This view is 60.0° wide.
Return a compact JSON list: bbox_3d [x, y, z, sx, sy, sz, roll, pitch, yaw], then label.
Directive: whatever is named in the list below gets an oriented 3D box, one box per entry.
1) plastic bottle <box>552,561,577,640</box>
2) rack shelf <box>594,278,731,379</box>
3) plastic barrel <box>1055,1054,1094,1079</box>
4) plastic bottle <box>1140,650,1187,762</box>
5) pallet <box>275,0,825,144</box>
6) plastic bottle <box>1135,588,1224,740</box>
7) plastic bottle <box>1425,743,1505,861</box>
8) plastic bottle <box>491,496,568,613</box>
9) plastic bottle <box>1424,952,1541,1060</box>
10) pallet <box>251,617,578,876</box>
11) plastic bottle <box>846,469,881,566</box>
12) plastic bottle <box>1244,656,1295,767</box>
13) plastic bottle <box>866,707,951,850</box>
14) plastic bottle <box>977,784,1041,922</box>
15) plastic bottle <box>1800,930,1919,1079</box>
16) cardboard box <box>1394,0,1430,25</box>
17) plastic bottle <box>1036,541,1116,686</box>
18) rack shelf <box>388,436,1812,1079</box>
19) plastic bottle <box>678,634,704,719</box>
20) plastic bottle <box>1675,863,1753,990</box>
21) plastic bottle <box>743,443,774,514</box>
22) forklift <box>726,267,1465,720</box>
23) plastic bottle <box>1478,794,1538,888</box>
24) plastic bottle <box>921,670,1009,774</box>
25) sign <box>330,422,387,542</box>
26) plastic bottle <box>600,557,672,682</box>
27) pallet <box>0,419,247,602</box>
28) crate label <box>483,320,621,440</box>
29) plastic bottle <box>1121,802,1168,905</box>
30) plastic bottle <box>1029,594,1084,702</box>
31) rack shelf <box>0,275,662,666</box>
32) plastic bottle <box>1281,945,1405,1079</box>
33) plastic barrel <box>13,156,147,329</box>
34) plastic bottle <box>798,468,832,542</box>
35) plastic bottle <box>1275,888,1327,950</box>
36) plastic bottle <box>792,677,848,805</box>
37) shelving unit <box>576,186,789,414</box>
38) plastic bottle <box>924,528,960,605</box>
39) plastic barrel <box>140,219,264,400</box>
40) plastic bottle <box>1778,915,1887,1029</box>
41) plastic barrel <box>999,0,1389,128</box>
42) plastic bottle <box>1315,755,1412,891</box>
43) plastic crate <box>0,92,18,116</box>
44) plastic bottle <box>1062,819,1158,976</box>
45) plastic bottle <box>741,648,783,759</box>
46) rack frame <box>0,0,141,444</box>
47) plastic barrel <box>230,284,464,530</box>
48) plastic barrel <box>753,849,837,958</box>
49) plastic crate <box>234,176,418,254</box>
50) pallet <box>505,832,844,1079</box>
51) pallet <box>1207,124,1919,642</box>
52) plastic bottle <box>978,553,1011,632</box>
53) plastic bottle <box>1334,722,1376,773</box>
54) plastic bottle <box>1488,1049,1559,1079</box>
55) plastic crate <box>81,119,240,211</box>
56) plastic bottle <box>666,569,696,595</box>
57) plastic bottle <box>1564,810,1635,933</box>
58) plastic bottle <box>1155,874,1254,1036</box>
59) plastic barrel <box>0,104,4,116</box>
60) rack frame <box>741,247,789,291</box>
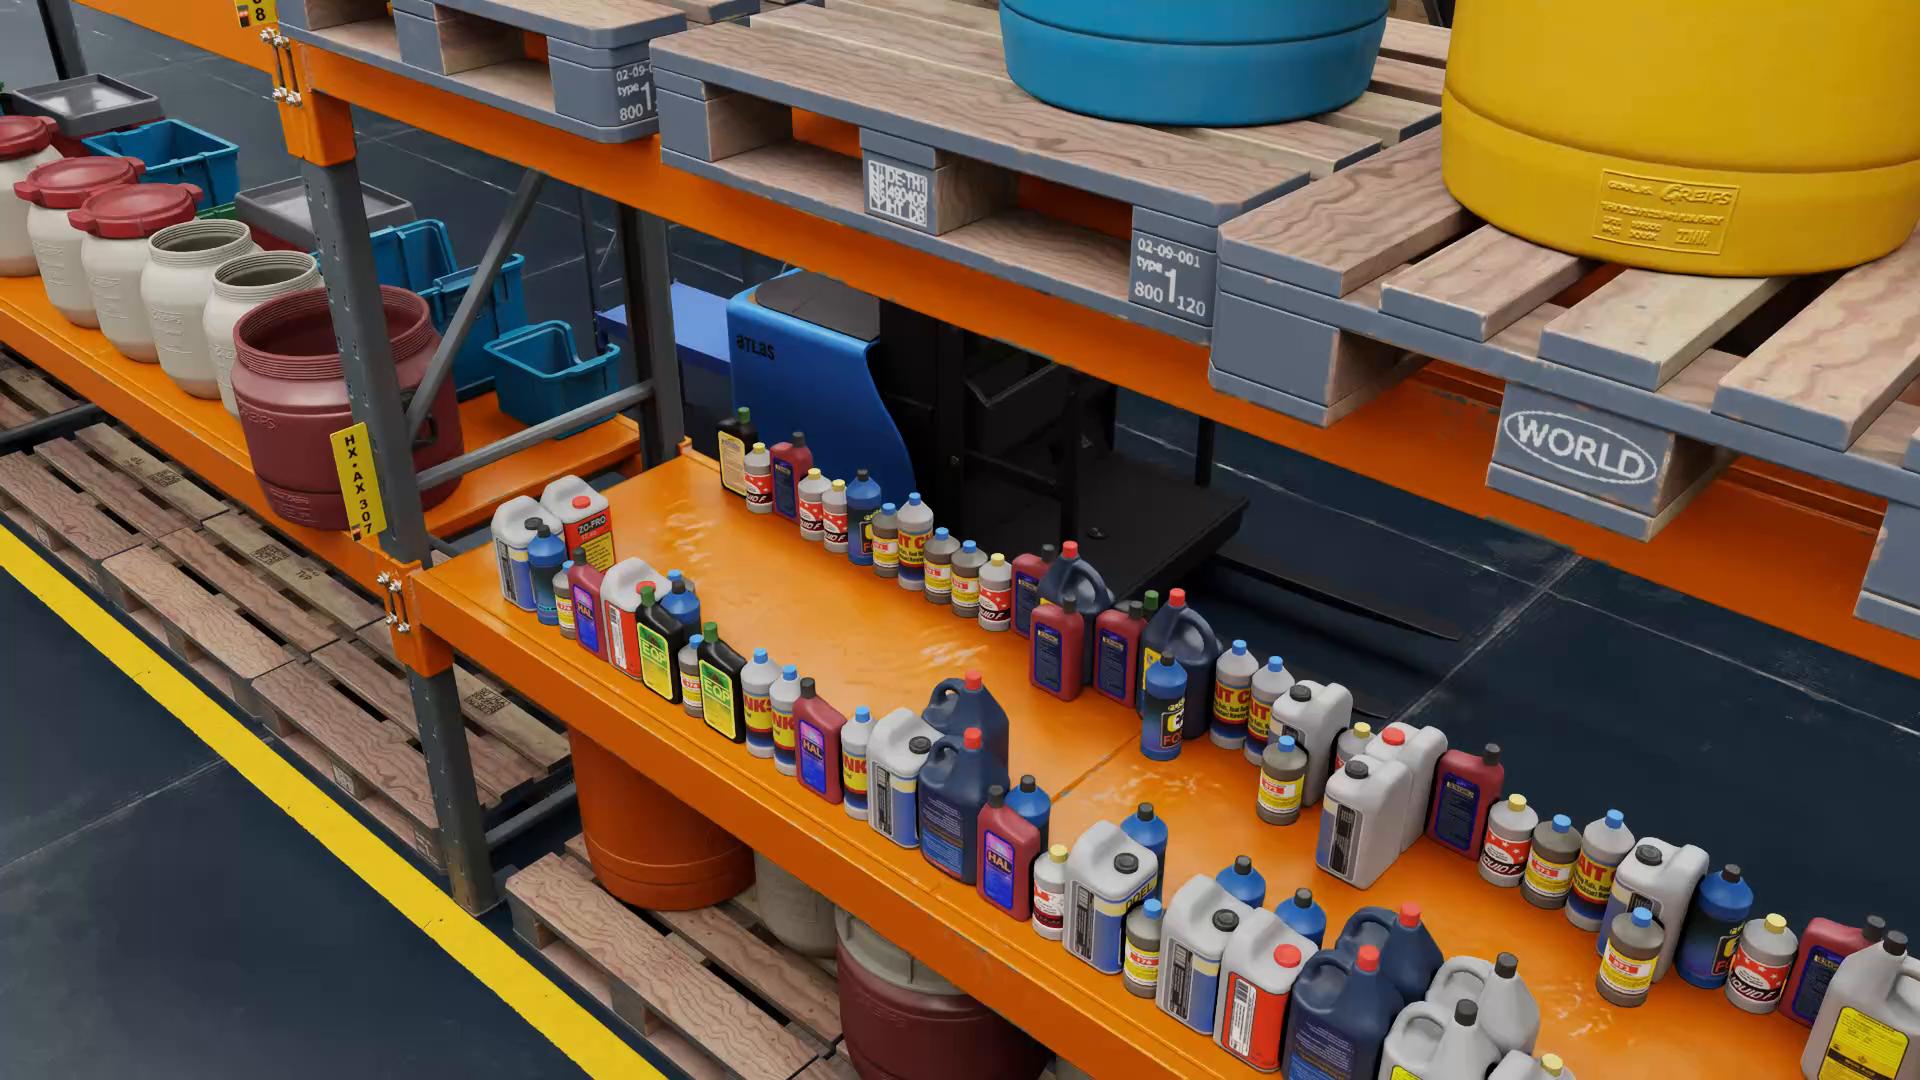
[{"bbox_3d":[-0.995,0.147,4.289,0.097,0.201,0.097,0,31,0],"label":"plastic bottle"},{"bbox_3d":[-1.151,-0.930,7.689,1.000,0.185,0.538,22,37,32],"label":"rack shelf"},{"bbox_3d":[0.451,1.306,4.178,0.421,0.512,0.421,0,31,0],"label":"plastic barrel"},{"bbox_3d":[0.472,0.375,3.844,0.097,0.271,0.097,0,31,0],"label":"plastic bottle"},{"bbox_3d":[-0.737,-1.197,3.605,1.213,0.211,1.003,25,39,35],"label":"pallet"},{"bbox_3d":[0.521,0.279,3.925,0.185,0.351,0.144,25,39,35],"label":"plastic bottle"},{"bbox_3d":[1.083,0.542,3.555,0.133,0.283,0.061,25,39,35],"label":"plastic bottle"},{"bbox_3d":[-1.135,0.031,4.410,0.135,0.276,0.152,25,39,35],"label":"plastic bottle"},{"bbox_3d":[0.922,0.862,2.958,0.185,0.351,0.144,25,39,35],"label":"plastic bottle"},{"bbox_3d":[-1.787,0.616,6.021,1.213,0.211,1.003,25,39,35],"label":"pallet"},{"bbox_3d":[-0.264,-0.069,4.581,0.097,0.271,0.097,0,31,0],"label":"plastic bottle"},{"bbox_3d":[0.713,0.387,3.824,0.097,0.271,0.097,0,31,0],"label":"plastic bottle"},{"bbox_3d":[-0.107,0.511,3.613,0.135,0.276,0.152,25,39,35],"label":"plastic bottle"},{"bbox_3d":[0.099,0.636,3.399,0.133,0.283,0.061,25,39,35],"label":"plastic bottle"},{"bbox_3d":[1.653,0.850,2.977,0.185,0.351,0.144,25,39,35],"label":"plastic bottle"},{"bbox_3d":[3.768,-3.986,12.959,0.500,0.500,0.700,26,39,36],"label":"cardboard box"},{"bbox_3d":[0.285,0.169,4.108,0.185,0.351,0.144,25,39,35],"label":"plastic bottle"},{"bbox_3d":[0.244,0.705,3.868,4.000,0.370,1.077,25,39,35],"label":"rack shelf"},{"bbox_3d":[-0.626,0.320,4.003,0.097,0.201,0.097,0,31,0],"label":"plastic bottle"},{"bbox_3d":[1.472,0.741,3.235,0.097,0.271,0.097,0,31,0],"label":"plastic bottle"},{"bbox_3d":[-0.579,-0.186,4.844,0.097,0.201,0.097,0,31,0],"label":"plastic bottle"},{"bbox_3d":[0.495,-1.057,6.164,3.031,2.935,1.130,22,37,32],"label":"forklift"},{"bbox_3d":[1.156,0.624,3.498,0.097,0.201,0.097,0,31,0],"label":"plastic bottle"},{"bbox_3d":[0.011,0.431,3.673,0.185,0.351,0.144,25,39,35],"label":"plastic bottle"},{"bbox_3d":[-1.603,-0.152,4.437,0.005,0.325,0.100,25,39,35],"label":"sign"},{"bbox_3d":[-0.792,0.191,4.144,0.135,0.276,0.152,25,39,35],"label":"plastic bottle"},{"bbox_3d":[-3.596,-0.228,7.424,1.213,0.211,1.003,25,39,35],"label":"pallet"},{"bbox_3d":[-1.300,-0.513,5.356,0.416,0.233,0.303,25,39,35],"label":"crate label"},{"bbox_3d":[0.371,0.649,3.388,0.097,0.271,0.097,0,31,0],"label":"plastic bottle"},{"bbox_3d":[0.235,0.246,4.046,0.133,0.283,0.061,25,39,35],"label":"plastic bottle"},{"bbox_3d":[-2.722,-0.679,6.168,4.000,0.370,1.077,25,39,35],"label":"rack shelf"},{"bbox_3d":[0.689,0.853,2.972,0.185,0.351,0.144,25,39,35],"label":"plastic bottle"},{"bbox_3d":[-3.099,-1.069,5.986,0.433,0.535,0.433,0,31,0],"label":"plastic barrel"},{"bbox_3d":[-0.408,-0.107,4.711,0.097,0.201,0.097,0,31,0],"label":"plastic bottle"},{"bbox_3d":[0.643,0.776,3.177,0.097,0.271,0.097,0,31,0],"label":"plastic bottle"},{"bbox_3d":[-0.309,0.445,3.715,0.133,0.283,0.061,25,39,35],"label":"plastic bottle"},{"bbox_3d":[-1.151,-1.084,7.597,1.048,1.500,0.538,22,37,32],"label":"shelving unit"},{"bbox_3d":[-0.048,0.062,4.431,0.097,0.201,0.097,0,31,0],"label":"plastic bottle"},{"bbox_3d":[-2.457,-0.763,5.501,0.421,0.512,0.421,0,31,0],"label":"plastic barrel"},{"bbox_3d":[1.642,0.803,3.121,0.133,0.283,0.061,25,39,35],"label":"plastic bottle"},{"bbox_3d":[0.359,-1.123,2.405,0.708,0.901,0.600,25,39,35],"label":"plastic barrel"},{"bbox_3d":[0.851,0.574,3.508,0.135,0.276,0.152,25,39,35],"label":"plastic bottle"},{"bbox_3d":[-4.507,-1.883,7.530,0.504,0.338,0.767,25,39,35],"label":"plastic crate"},{"bbox_3d":[0.301,0.702,3.297,0.135,0.276,0.152,25,39,35],"label":"plastic bottle"},{"bbox_3d":[-0.454,0.370,3.852,0.097,0.271,0.097,0,31,0],"label":"plastic bottle"},{"bbox_3d":[-4.205,-1.680,7.132,0.127,3.000,1.000,25,39,35],"label":"rack frame"},{"bbox_3d":[-1.786,-0.398,4.871,0.708,0.536,0.600,25,39,35],"label":"plastic barrel"},{"bbox_3d":[-0.386,0.915,4.827,0.421,0.512,0.421,0,31,0],"label":"plastic barrel"},{"bbox_3d":[-2.232,-0.999,5.939,0.583,0.464,0.402,25,39,35],"label":"plastic crate"},{"bbox_3d":[-0.626,1.156,5.125,1.213,0.211,1.003,25,39,35],"label":"pallet"},{"bbox_3d":[1.080,-0.349,2.196,1.003,0.211,1.213,25,39,35],"label":"pallet"},{"bbox_3d":[0.097,0.129,4.320,0.097,0.201,0.097,0,31,0],"label":"plastic bottle"},{"bbox_3d":[0.885,0.497,3.708,0.097,0.201,0.097,0,31,0],"label":"plastic bottle"},{"bbox_3d":[0.947,1.003,2.796,0.135,0.276,0.152,25,39,35],"label":"plastic bottle"},{"bbox_3d":[-3.178,-1.410,6.699,0.575,0.384,0.392,25,39,35],"label":"plastic crate"},{"bbox_3d":[-0.722,0.169,4.253,0.097,0.201,0.097,0,31,0],"label":"plastic bottle"},{"bbox_3d":[1.300,0.661,3.368,0.097,0.271,0.097,0,31,0],"label":"plastic bottle"},{"bbox_3d":[0.473,0.782,3.163,0.135,0.276,0.152,25,39,35],"label":"plastic bottle"},{"bbox_3d":[-4.122,-1.645,6.588,0.708,0.901,0.600,25,39,35],"label":"plastic barrel"},{"bbox_3d":[-0.749,-0.923,7.329,0.032,1.500,0.500,22,37,32],"label":"rack frame"}]
